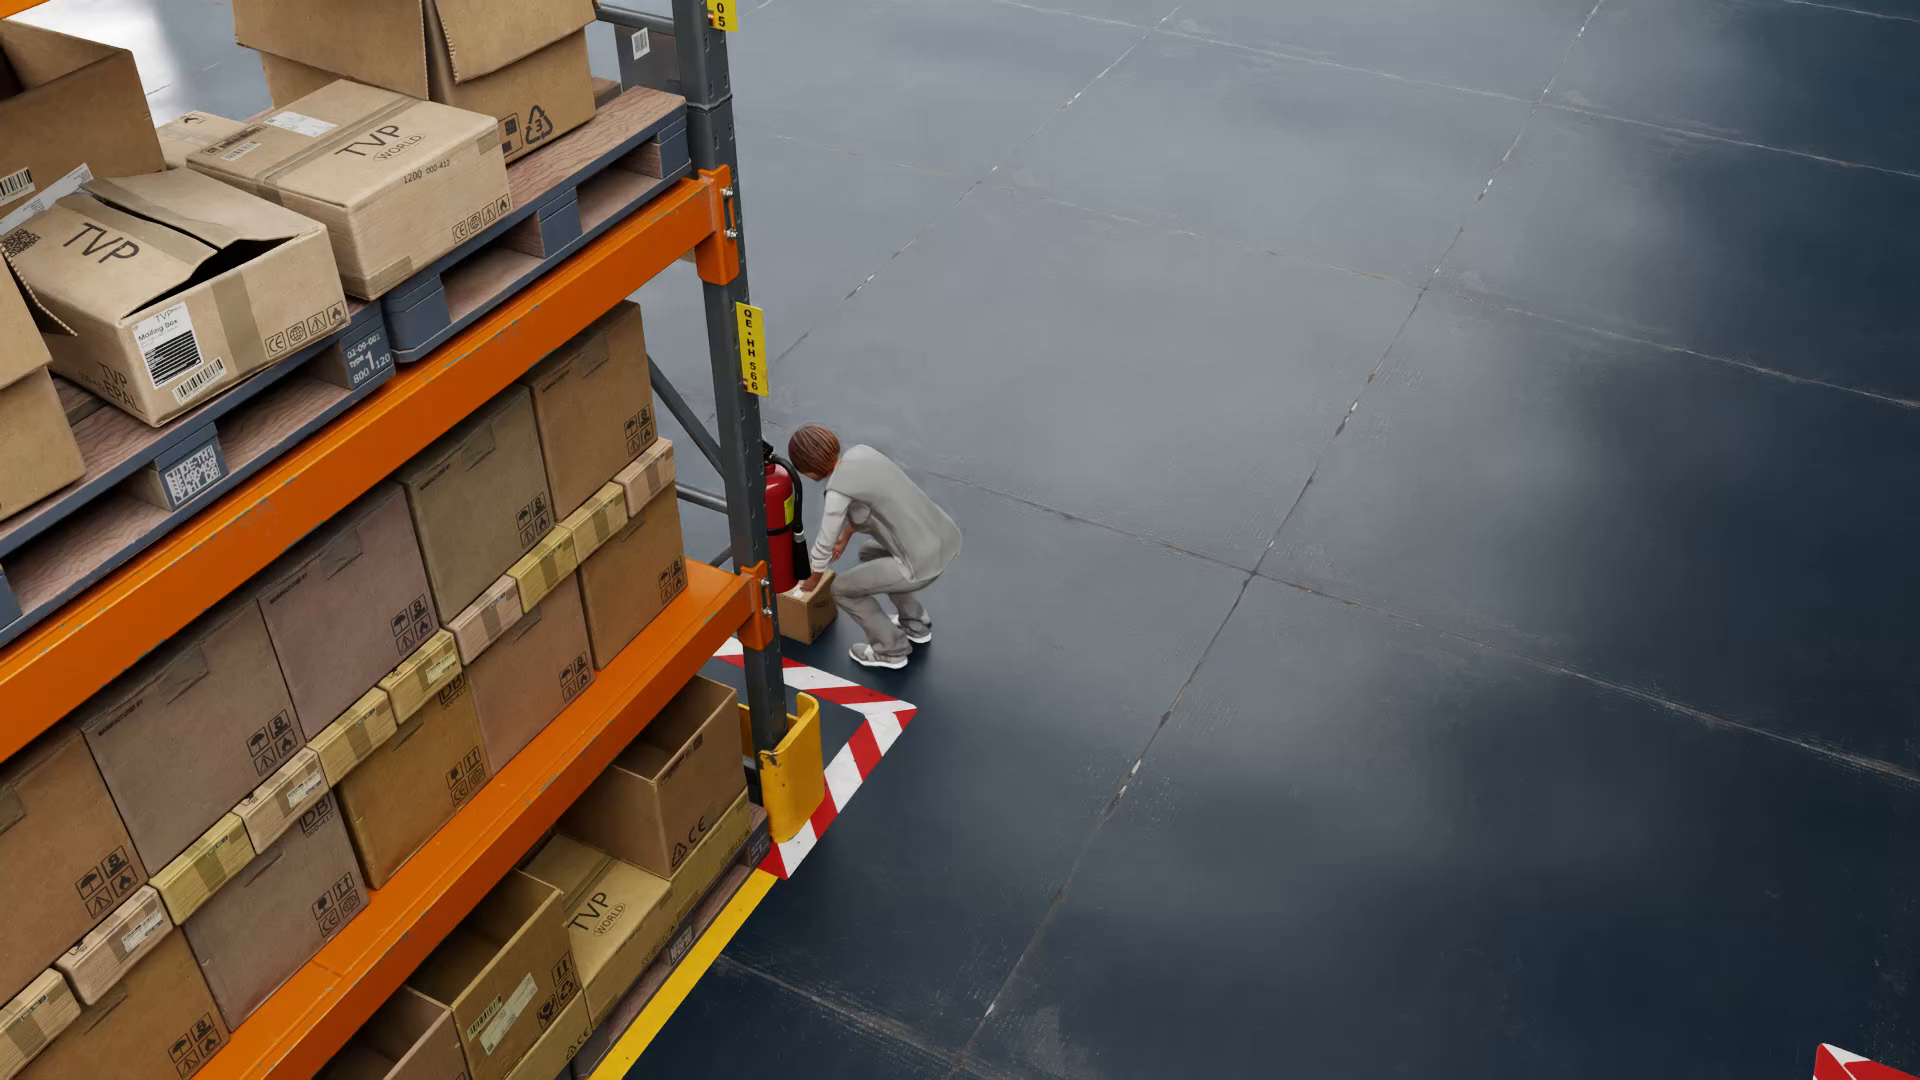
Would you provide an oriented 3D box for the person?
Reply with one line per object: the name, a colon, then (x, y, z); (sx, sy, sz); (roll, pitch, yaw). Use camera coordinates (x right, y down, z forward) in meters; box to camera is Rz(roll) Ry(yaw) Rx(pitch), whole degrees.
person: (-0.363, 0.053, 7.079); (0.736, 1.115, 0.463); (15, 41, 18)
